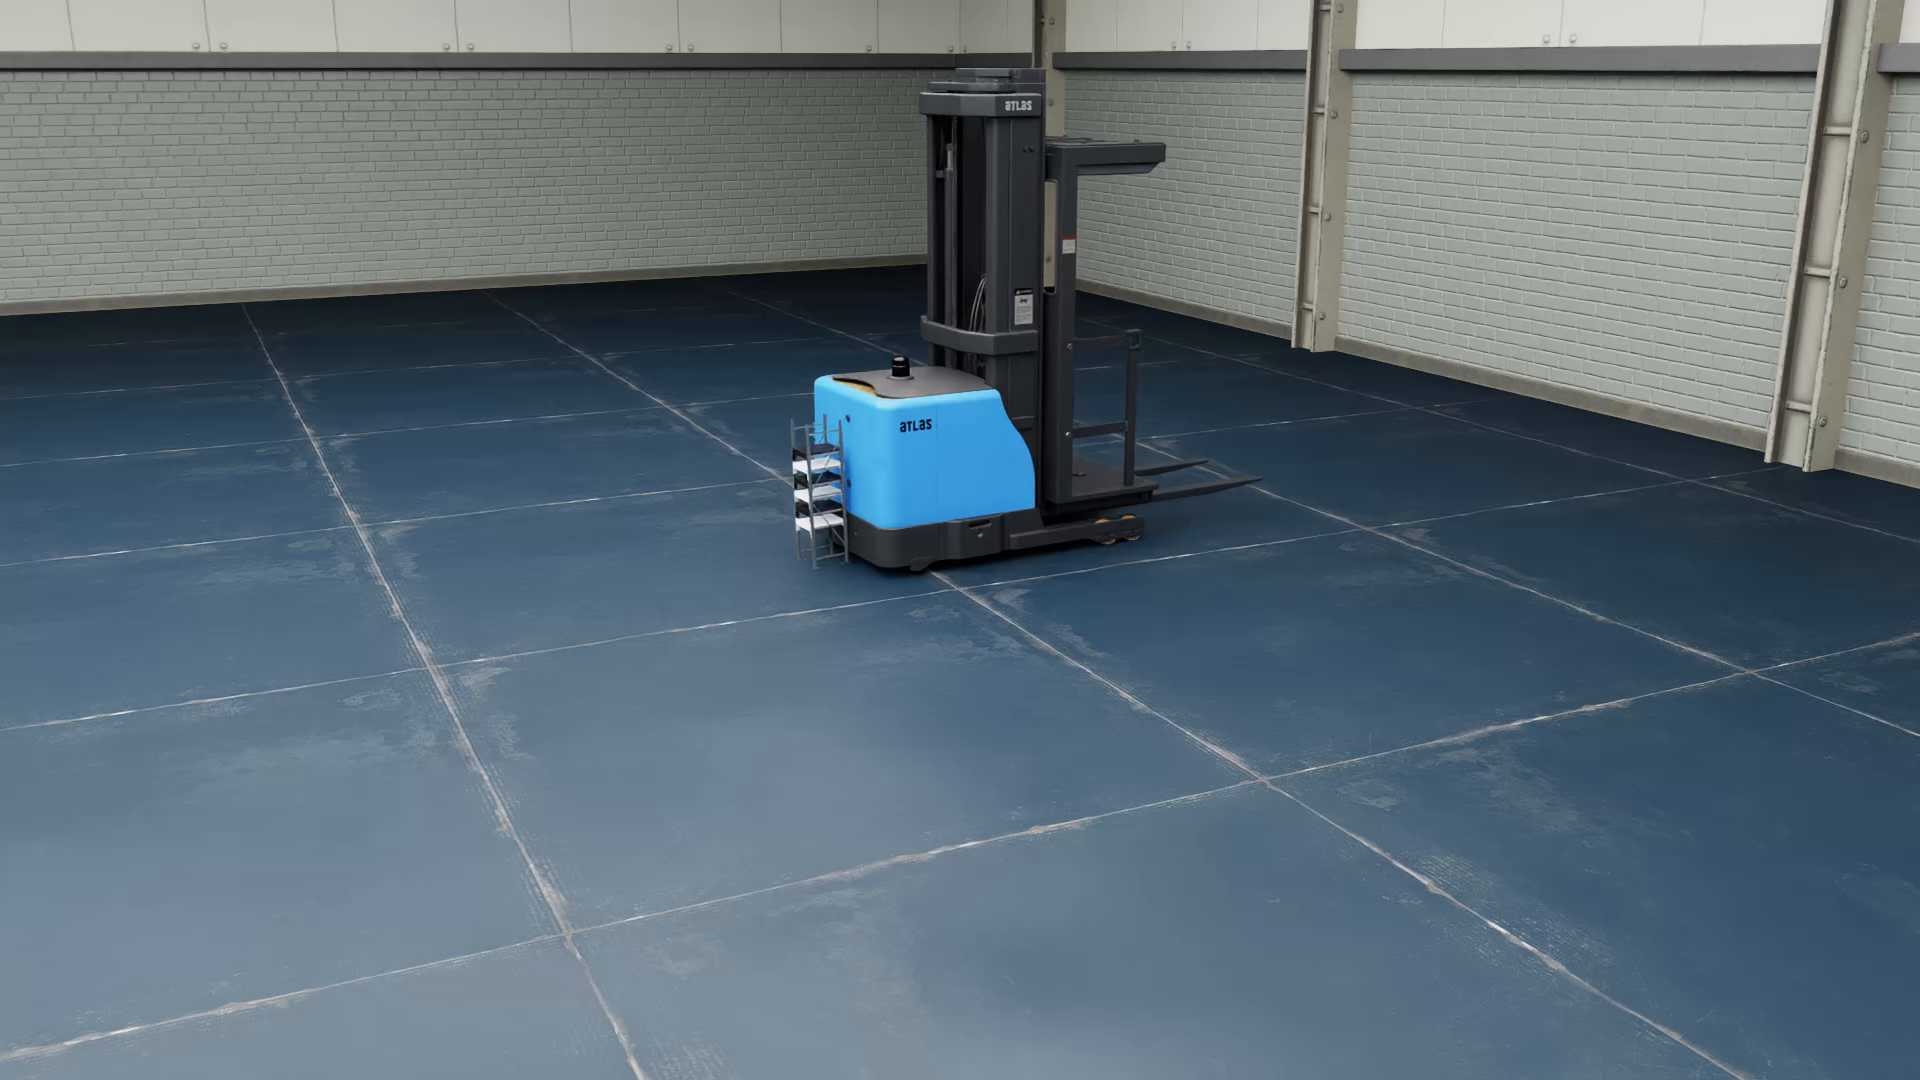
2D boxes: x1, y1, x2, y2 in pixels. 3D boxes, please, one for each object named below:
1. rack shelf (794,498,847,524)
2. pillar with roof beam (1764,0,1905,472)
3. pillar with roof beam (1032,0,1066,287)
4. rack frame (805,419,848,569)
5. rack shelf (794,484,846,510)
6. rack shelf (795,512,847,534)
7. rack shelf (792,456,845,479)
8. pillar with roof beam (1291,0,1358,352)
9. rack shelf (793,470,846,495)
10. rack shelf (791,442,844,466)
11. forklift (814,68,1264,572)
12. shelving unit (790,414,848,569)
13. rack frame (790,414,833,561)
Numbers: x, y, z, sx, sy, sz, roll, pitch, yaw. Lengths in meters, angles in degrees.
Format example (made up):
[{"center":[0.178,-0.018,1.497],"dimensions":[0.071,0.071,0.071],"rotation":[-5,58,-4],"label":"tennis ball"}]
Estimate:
[{"center":[-0.852,-0.179,10.174],"dimensions":[0.258,0.077,0.200],"rotation":[-11,19,-29],"label":"rack shelf"},{"center":[2.577,-4.385,9.717],"dimensions":[9.100,9.000,0.400],"rotation":[-8,18,-25],"label":"pillar with roof beam"},{"center":[-2.680,-7.361,20.086],"dimensions":[9.100,9.000,0.400],"rotation":[-8,18,-25],"label":"pillar with roof beam"},{"center":[-0.803,-0.273,10.054],"dimensions":[0.240,0.900,0.006],"rotation":[-11,19,-29],"label":"rack frame"},{"center":[-0.855,-0.265,10.148],"dimensions":[0.258,0.077,0.200],"rotation":[-11,19,-29],"label":"rack shelf"},{"center":[-0.850,-0.093,10.200],"dimensions":[0.258,0.077,0.200],"rotation":[-11,19,-29],"label":"rack shelf"},{"center":[-0.859,-0.437,10.095],"dimensions":[0.258,0.077,0.200],"rotation":[-11,19,-29],"label":"rack shelf"},{"center":[-0.052,-5.873,14.902],"dimensions":[9.100,9.000,0.400],"rotation":[-8,18,-25],"label":"pillar with roof beam"},{"center":[-0.857,-0.351,10.121],"dimensions":[0.258,0.077,0.200],"rotation":[-11,19,-29],"label":"rack shelf"},{"center":[-0.862,-0.523,10.069],"dimensions":[0.258,0.077,0.200],"rotation":[-11,19,-29],"label":"rack shelf"},{"center":[0.607,-1.494,10.641],"dimensions":[3.031,2.935,1.130],"rotation":[-9,18,-28],"label":"forklift"},{"center":[-0.856,-0.297,10.138],"dimensions":[0.258,0.900,0.210],"rotation":[-11,19,-29],"label":"shelving unit"},{"center":[-0.908,-0.321,10.221],"dimensions":[0.240,0.900,0.006],"rotation":[-11,19,-29],"label":"rack frame"}]
